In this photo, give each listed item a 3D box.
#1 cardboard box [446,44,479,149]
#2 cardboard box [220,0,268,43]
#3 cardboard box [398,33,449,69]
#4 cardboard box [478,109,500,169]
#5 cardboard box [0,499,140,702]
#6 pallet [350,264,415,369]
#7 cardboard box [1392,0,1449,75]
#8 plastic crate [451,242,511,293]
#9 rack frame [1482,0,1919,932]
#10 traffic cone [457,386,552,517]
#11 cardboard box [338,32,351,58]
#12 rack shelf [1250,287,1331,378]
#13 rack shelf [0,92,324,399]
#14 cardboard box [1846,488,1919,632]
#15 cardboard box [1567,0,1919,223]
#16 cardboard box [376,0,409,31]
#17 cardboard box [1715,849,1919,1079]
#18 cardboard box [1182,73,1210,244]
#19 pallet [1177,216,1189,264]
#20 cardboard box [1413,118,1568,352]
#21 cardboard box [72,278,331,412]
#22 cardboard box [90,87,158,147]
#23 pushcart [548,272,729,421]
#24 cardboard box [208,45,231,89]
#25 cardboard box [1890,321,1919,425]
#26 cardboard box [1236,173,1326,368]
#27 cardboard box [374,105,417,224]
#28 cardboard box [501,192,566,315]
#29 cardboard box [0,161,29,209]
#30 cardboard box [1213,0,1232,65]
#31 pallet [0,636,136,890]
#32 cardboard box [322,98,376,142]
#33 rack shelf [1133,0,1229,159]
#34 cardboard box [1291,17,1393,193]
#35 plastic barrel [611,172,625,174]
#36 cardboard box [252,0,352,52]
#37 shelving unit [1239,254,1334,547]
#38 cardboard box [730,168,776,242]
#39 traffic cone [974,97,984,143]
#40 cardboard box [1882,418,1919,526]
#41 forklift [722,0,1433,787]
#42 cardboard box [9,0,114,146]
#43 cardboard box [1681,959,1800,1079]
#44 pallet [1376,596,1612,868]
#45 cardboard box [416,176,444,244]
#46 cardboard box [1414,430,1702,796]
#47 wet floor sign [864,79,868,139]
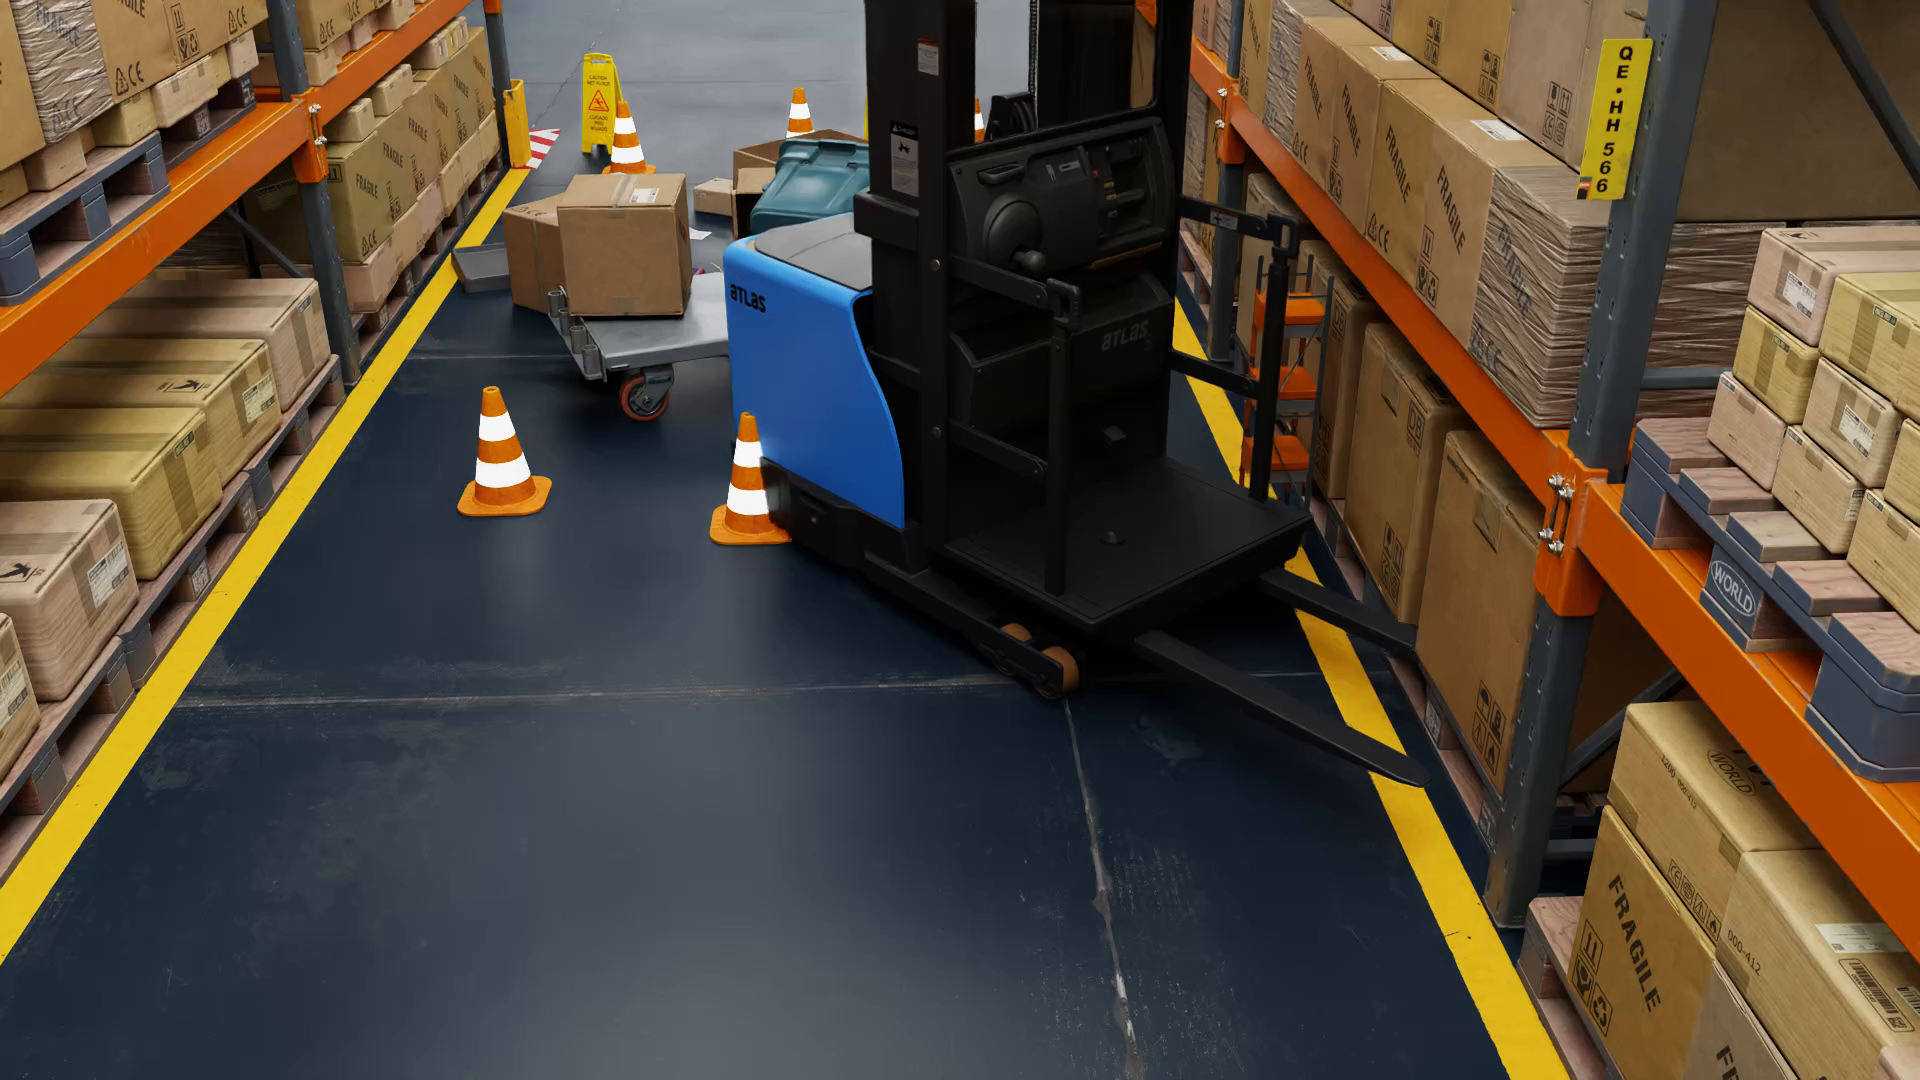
[{"bbox_3d":[-3.135,-2.579,9.660,0.500,0.500,0.500,0,28,-1],"label":"cardboard box"},{"bbox_3d":[-3.006,-2.192,6.325,0.500,0.500,0.500,-2,28,-4],"label":"cardboard box"},{"bbox_3d":[-3.057,-2.702,9.194,0.380,0.149,0.250,0,28,0],"label":"cardboard box"},{"bbox_3d":[-3.156,-2.474,10.269,0.500,0.250,0.500,-2,28,-3],"label":"cardboard box"},{"bbox_3d":[-3.116,0.187,5.035,0.950,0.372,0.625,-2,28,-4],"label":"cardboard box"},{"bbox_3d":[-3.329,-1.110,8.150,1.003,0.211,1.213,-1,28,-3],"label":"pallet"},{"bbox_3d":[1.791,-1.758,5.187,0.700,0.500,0.500,-2,28,-3],"label":"cardboard box"},{"bbox_3d":[-2.522,-1.488,9.016,0.402,0.080,0.583,-11,30,-20],"label":"plastic crate"},{"bbox_3d":[1.888,-0.356,3.689,1.000,3.000,0.127,-1,28,-3],"label":"rack frame"},{"bbox_3d":[-1.796,-0.374,6.466,0.336,0.463,0.334,-1,28,-3],"label":"traffic cone"},{"bbox_3d":[-3.064,-2.317,7.720,0.380,0.149,0.250,-2,28,-3],"label":"cardboard box"},{"bbox_3d":[1.175,-0.736,5.934,0.215,0.259,0.240,-3,28,-5],"label":"rack shelf"},{"bbox_3d":[-3.155,-0.795,5.308,1.077,0.370,4.000,-1,28,-3],"label":"rack shelf"},{"bbox_3d":[1.738,0.029,2.768,0.380,0.149,0.250,0,28,0],"label":"cardboard box"},{"bbox_3d":[1.874,-1.051,3.833,0.700,0.500,0.500,-2,28,-3],"label":"cardboard box"},{"bbox_3d":[-3.013,-2.670,8.398,0.380,0.149,0.250,-1,28,-2],"label":"cardboard box"},{"bbox_3d":[1.709,0.792,2.926,0.500,0.250,0.500,-2,28,-3],"label":"cardboard box"},{"bbox_3d":[1.665,-2.156,8.984,0.875,0.875,0.875,-1,28,-2],"label":"cardboard box"},{"bbox_3d":[1.651,-1.885,9.636,1.003,0.211,1.213,-1,28,-3],"label":"pallet"},{"bbox_3d":[1.572,-0.832,4.494,0.500,0.500,0.500,-1,28,-3],"label":"cardboard box"},{"bbox_3d":[-3.229,-0.816,6.959,0.950,0.372,0.625,-1,28,-2],"label":"cardboard box"},{"bbox_3d":[-2.918,-1.410,5.527,0.380,0.149,0.250,-1,28,-3],"label":"cardboard box"},{"bbox_3d":[-0.985,-0.953,7.669,1.648,0.377,0.936,-11,30,-20],"label":"pushcart"},{"bbox_3d":[-2.960,-1.759,6.196,0.380,0.149,0.250,-2,28,-4],"label":"cardboard box"},{"bbox_3d":[1.744,-0.239,2.639,0.380,0.149,0.250,-2,28,-3],"label":"cardboard box"},{"bbox_3d":[1.801,-1.108,7.109,1.050,0.750,0.750,-2,28,-3],"label":"cardboard box"},{"bbox_3d":[-3.060,-1.863,8.286,0.500,0.500,0.500,0,28,-1],"label":"cardboard box"},{"bbox_3d":[-1.956,-1.458,8.502,0.500,0.500,0.500,19,33,32],"label":"cardboard box"},{"bbox_3d":[-2.969,-1.045,4.827,0.380,0.149,0.250,0,28,-1],"label":"cardboard box"},{"bbox_3d":[1.648,-2.440,7.523,0.875,0.550,0.550,-1,28,-3],"label":"cardboard box"},{"bbox_3d":[-3.089,0.685,4.708,1.003,0.211,1.213,-1,28,-3],"label":"pallet"},{"bbox_3d":[-2.967,-1.963,7.776,0.380,0.149,0.250,-1,28,-2],"label":"cardboard box"},{"bbox_3d":[1.575,-2.808,9.168,1.077,0.370,4.000,-1,28,-3],"label":"rack shelf"},{"bbox_3d":[1.488,-1.534,5.840,0.500,0.500,0.500,-2,28,-3],"label":"cardboard box"},{"bbox_3d":[-1.848,-1.825,9.291,0.512,0.421,0.421,19,33,32],"label":"plastic barrel"},{"bbox_3d":[-3.004,-2.423,7.223,0.500,0.500,0.500,-1,28,-3],"label":"cardboard box"},{"bbox_3d":[1.175,-0.494,6.061,0.215,1.050,0.252,-3,28,-5],"label":"shelving unit"},{"bbox_3d":[-0.791,-1.656,8.735,0.797,0.637,0.503,-1,28,-3],"label":"cardboard box"},{"bbox_3d":[0.080,-2.646,10.824,0.336,0.463,0.334,-1,28,-3],"label":"traffic cone"},{"bbox_3d":[1.746,-0.087,2.668,0.380,0.149,0.250,-2,28,-4],"label":"cardboard box"},{"bbox_3d":[0.484,-1.060,5.113,1.130,2.935,3.031,-23,35,-36],"label":"forklift"},{"bbox_3d":[-2.930,-1.483,4.965,0.500,0.500,0.500,-2,28,-5],"label":"cardboard box"},{"bbox_3d":[1.700,1.131,3.087,0.500,0.500,0.500,-1,28,-2],"label":"cardboard box"},{"bbox_3d":[1.922,0.514,5.036,1.003,0.211,1.213,-1,28,-3],"label":"pallet"},{"bbox_3d":[-3.090,-1.775,8.928,0.500,0.250,0.500,-2,28,-3],"label":"cardboard box"},{"bbox_3d":[1.946,0.172,4.656,1.050,0.750,0.750,-2,28,-3],"label":"cardboard box"},{"bbox_3d":[-0.509,-2.972,11.251,0.267,0.644,0.232,-6,28,-11],"label":"wet floor sign"}]
